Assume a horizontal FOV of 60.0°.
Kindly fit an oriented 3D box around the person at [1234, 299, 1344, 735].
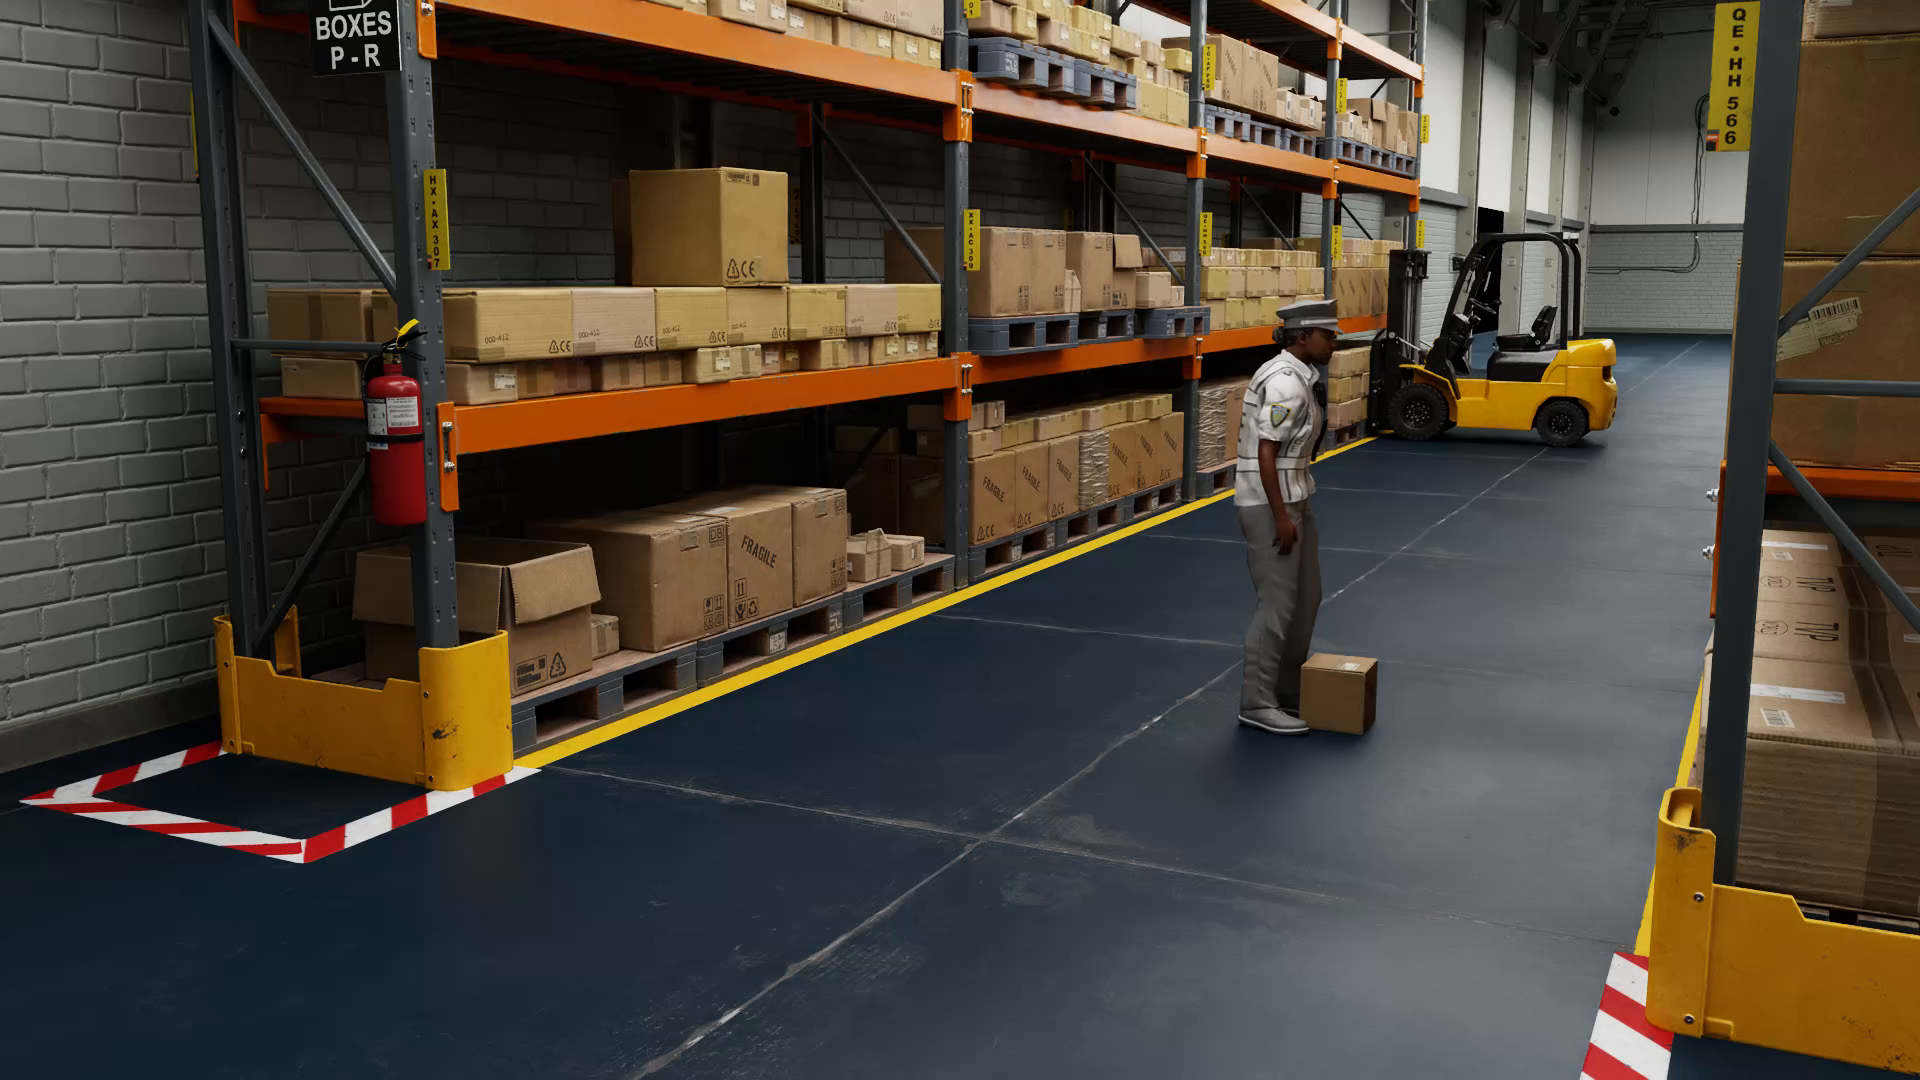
[{"bbox_3d":[1.293,-0.109,6.530,0.420,1.664,0.531,4,10,23],"label":"person"}]
